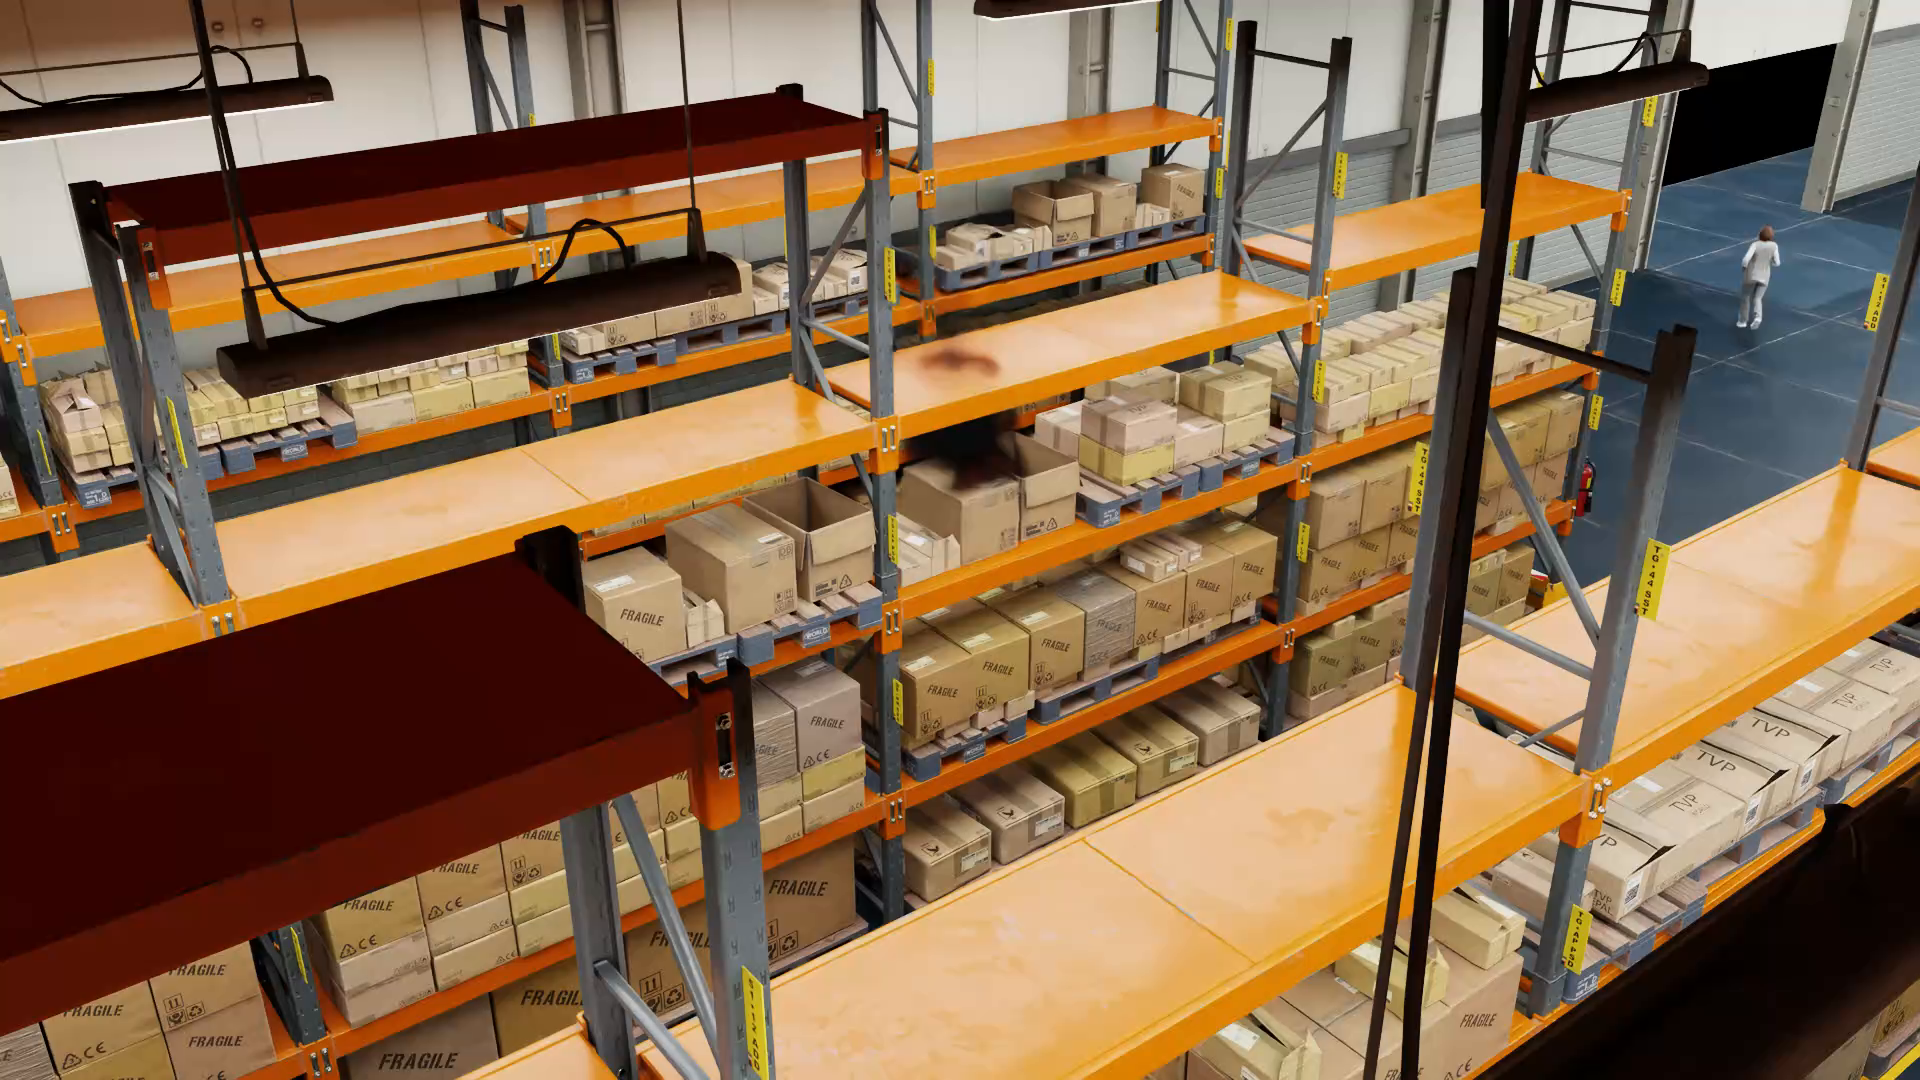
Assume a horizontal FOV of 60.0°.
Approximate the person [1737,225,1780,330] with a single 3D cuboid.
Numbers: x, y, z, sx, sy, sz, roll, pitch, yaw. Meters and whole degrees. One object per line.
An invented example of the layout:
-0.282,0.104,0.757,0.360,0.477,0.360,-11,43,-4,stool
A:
11.470,-3.743,23.951,0.538,1.591,0.839,5,27,11,person
